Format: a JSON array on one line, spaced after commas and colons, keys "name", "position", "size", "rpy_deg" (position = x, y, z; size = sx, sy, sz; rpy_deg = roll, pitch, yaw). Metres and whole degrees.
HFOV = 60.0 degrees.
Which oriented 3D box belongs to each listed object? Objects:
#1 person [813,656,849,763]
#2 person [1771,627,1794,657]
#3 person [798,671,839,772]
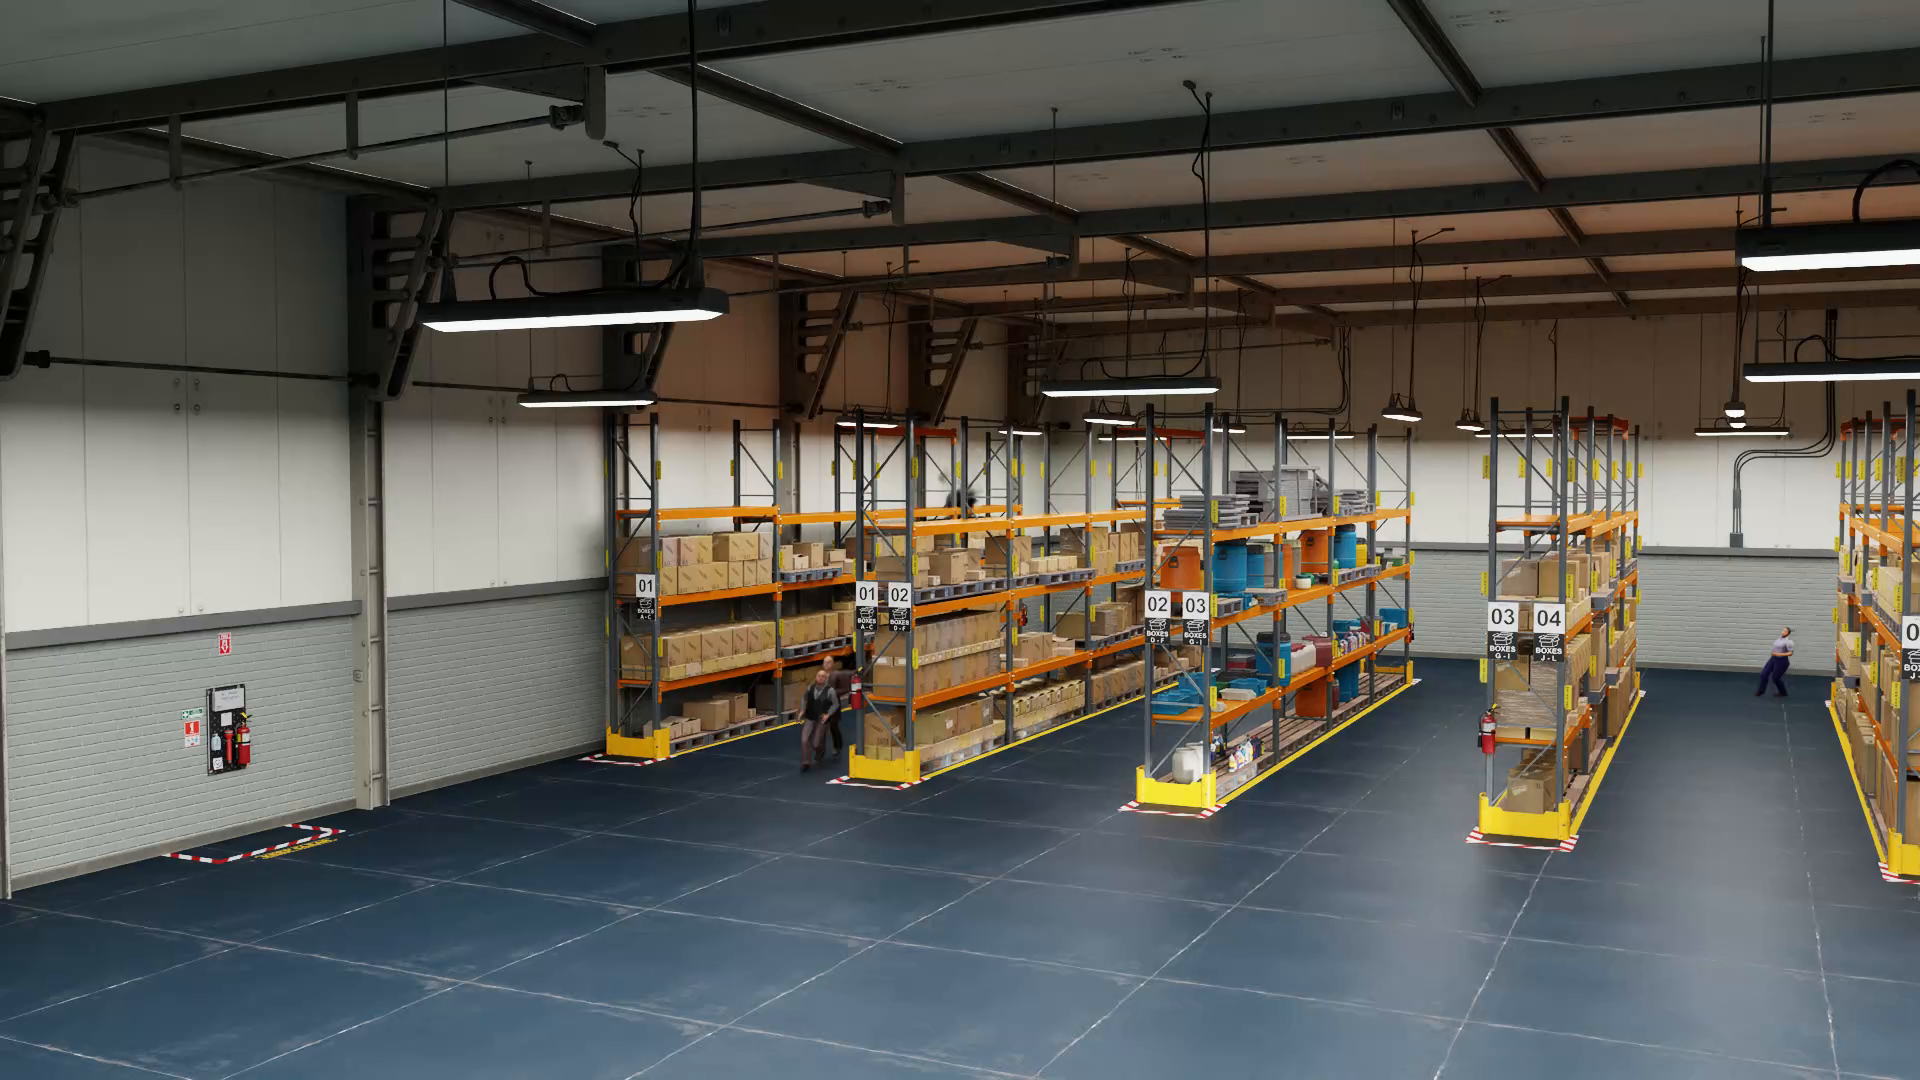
[{"name": "person", "position": [-2.248, 2.883, 28.612], "size": [0.703, 1.790, 0.988], "rpy_deg": [1, 3, 17]}, {"name": "person", "position": [17.881, 2.256, 36.234], "size": [0.479, 0.758, 0.620], "rpy_deg": [0, 2, -7]}, {"name": "person", "position": [-2.358, 3.017, 27.805], "size": [0.700, 1.687, 0.654], "rpy_deg": [1, 2, 16]}]
